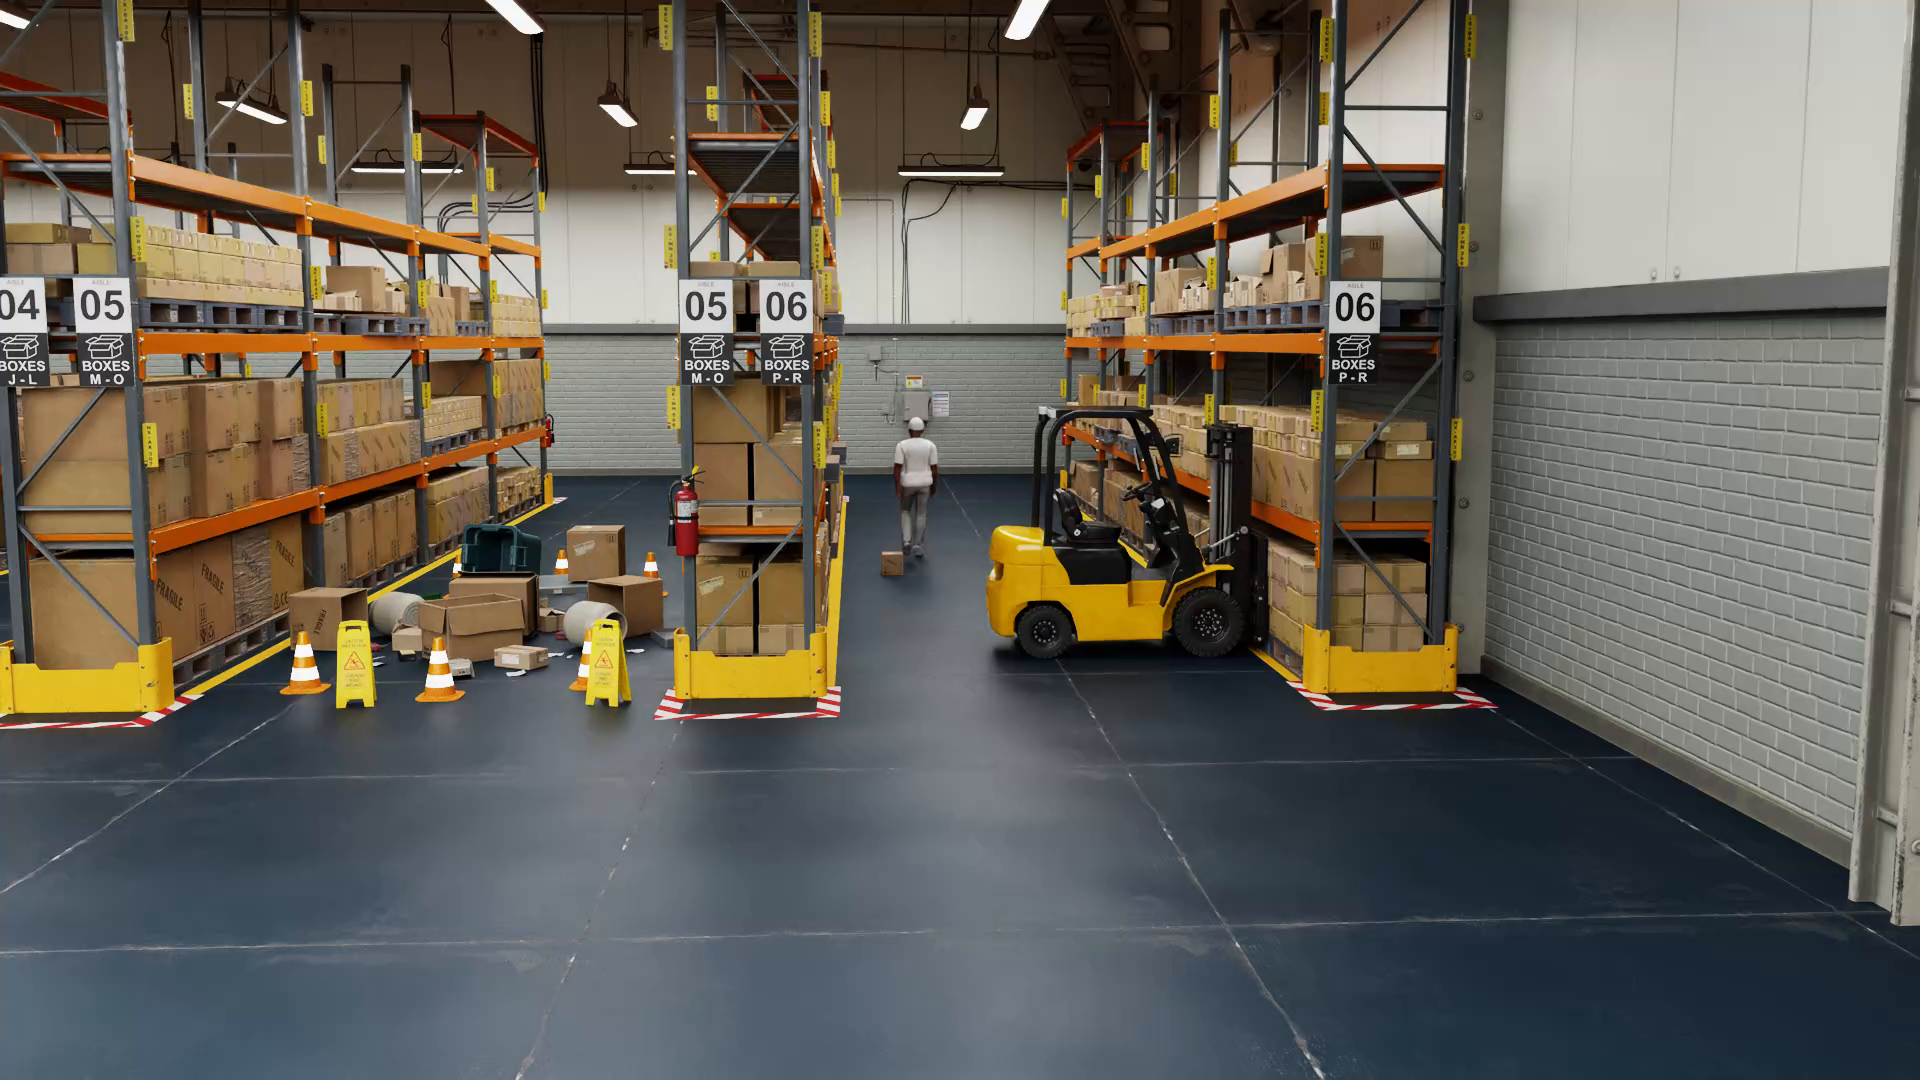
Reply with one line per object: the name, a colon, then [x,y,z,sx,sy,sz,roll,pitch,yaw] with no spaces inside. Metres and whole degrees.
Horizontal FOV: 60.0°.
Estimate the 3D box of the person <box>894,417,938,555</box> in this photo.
person: [-0.565,-0.668,21.303,0.562,1.814,0.516,0,7,-1]
